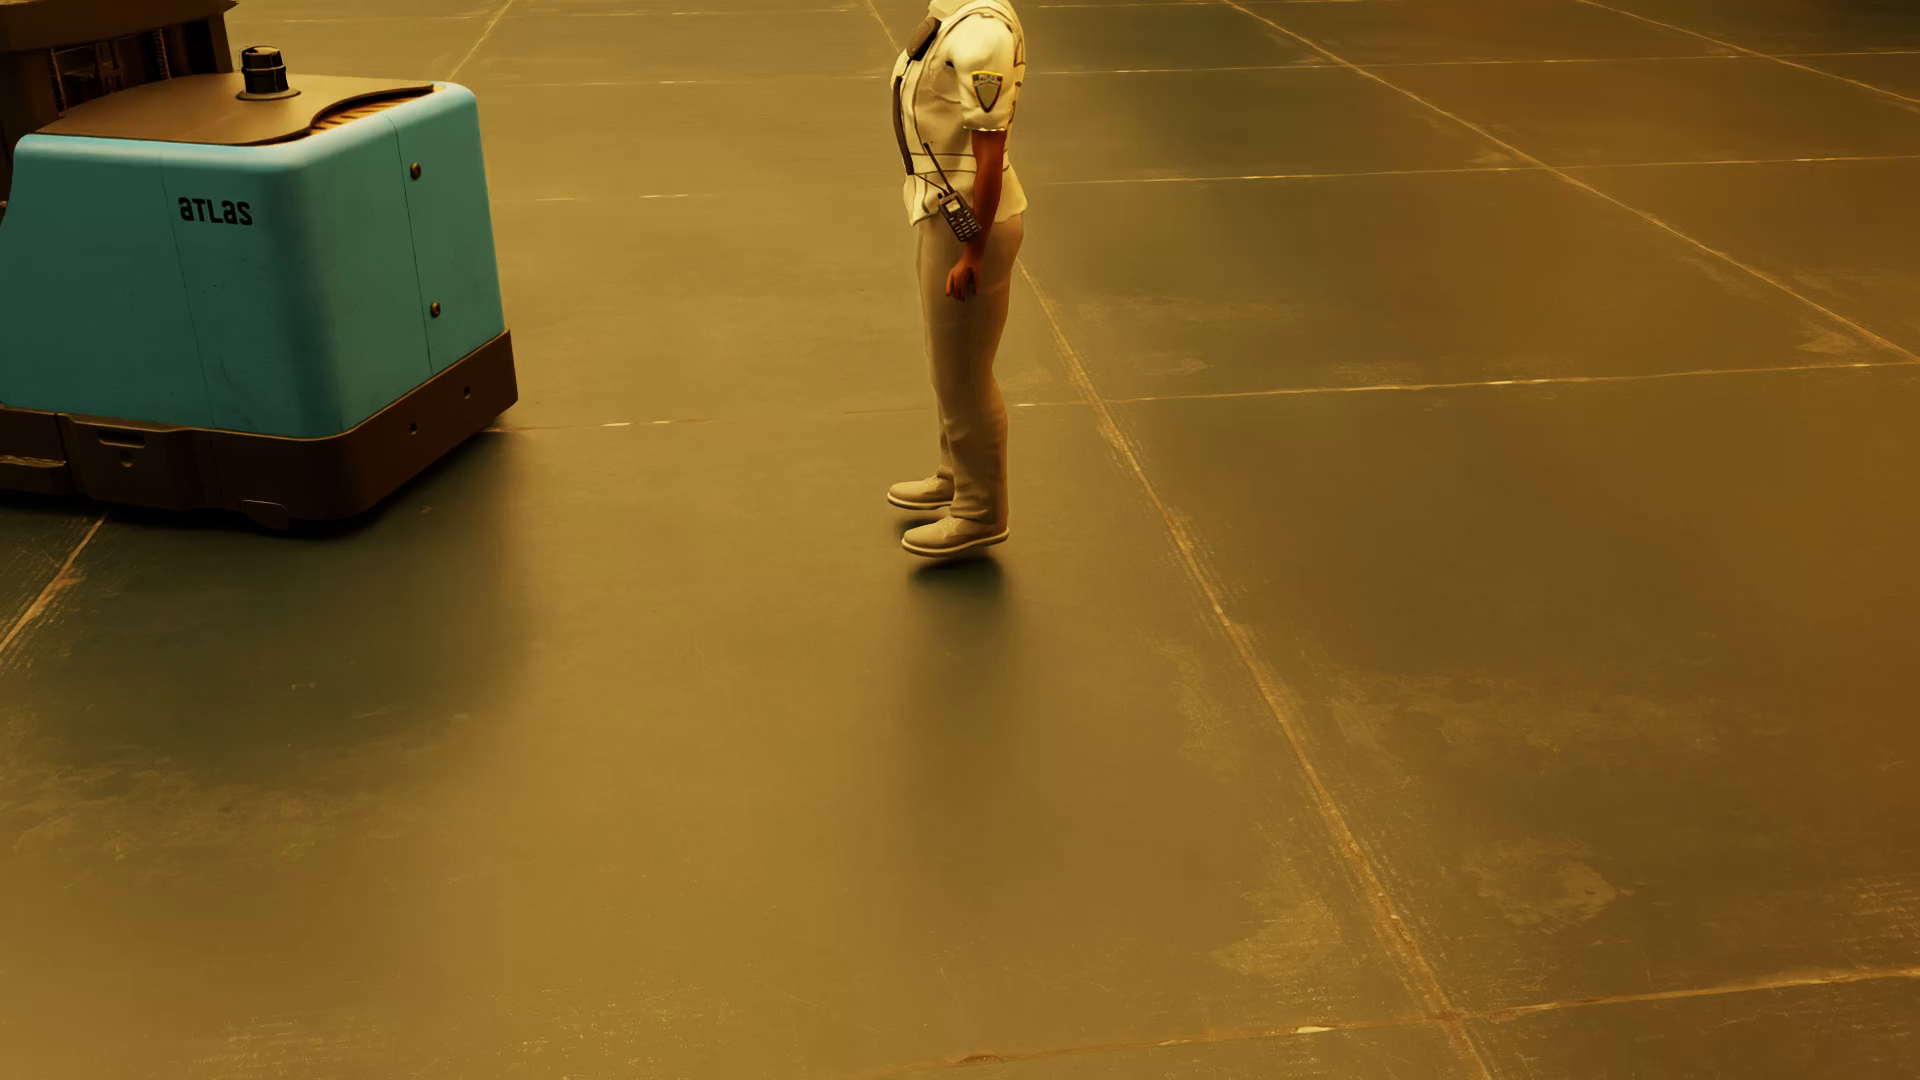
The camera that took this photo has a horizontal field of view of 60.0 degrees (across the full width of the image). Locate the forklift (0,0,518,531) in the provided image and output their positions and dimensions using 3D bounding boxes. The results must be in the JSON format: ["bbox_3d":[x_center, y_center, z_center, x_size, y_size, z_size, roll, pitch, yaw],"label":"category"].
[{"bbox_3d":[-3.003,-1.682,4.719,3.031,2.935,1.130,6,26,13],"label":"forklift"}]

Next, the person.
[{"bbox_3d":[-0.011,-0.798,4.225,0.349,1.694,0.451,-3,26,-7],"label":"person"}]
